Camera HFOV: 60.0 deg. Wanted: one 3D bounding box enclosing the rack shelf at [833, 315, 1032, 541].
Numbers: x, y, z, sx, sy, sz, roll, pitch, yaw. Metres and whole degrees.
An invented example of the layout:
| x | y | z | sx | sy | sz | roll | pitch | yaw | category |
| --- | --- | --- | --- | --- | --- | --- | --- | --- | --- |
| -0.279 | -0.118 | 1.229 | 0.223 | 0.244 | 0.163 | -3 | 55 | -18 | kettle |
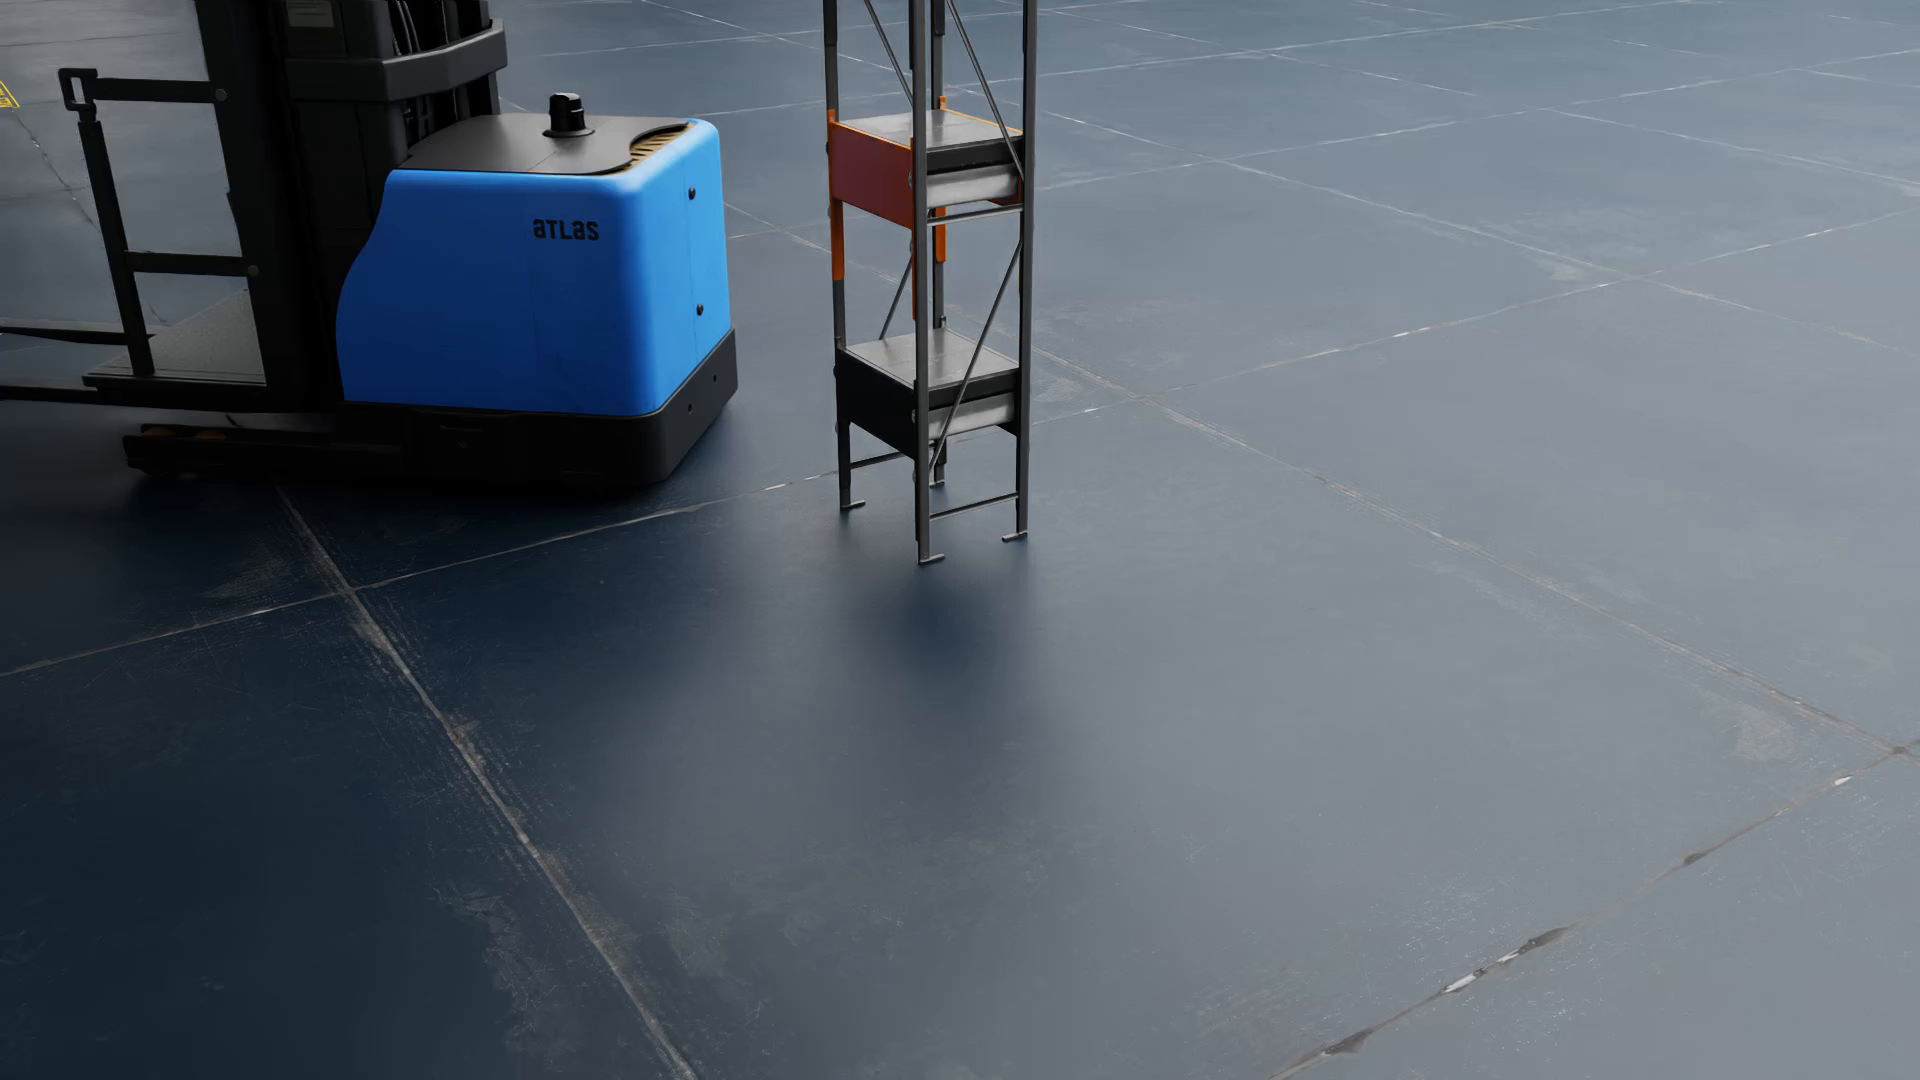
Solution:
| x | y | z | sx | sy | sz | roll | pitch | yaw | category |
| --- | --- | --- | --- | --- | --- | --- | --- | --- | --- |
| -0.090 | -0.363 | 5.232 | 0.431 | 0.518 | 0.480 | -16 | 29 | -30 | rack shelf |

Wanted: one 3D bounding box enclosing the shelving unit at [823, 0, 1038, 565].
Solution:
| x | y | z | sx | sy | sz | roll | pitch | yaw | category |
| --- | --- | --- | --- | --- | --- | --- | --- | --- | --- |
| -0.090 | -1.009 | 4.927 | 0.431 | 2.100 | 0.503 | -16 | 29 | -30 | shelving unit |

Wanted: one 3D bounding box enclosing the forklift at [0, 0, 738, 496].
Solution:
| x | y | z | sx | sy | sz | roll | pitch | yaw | category |
| --- | --- | --- | --- | --- | --- | --- | --- | --- | --- |
| -2.402 | -1.749 | 5.521 | 3.031 | 2.935 | 1.130 | 4 | 26 | 8 | forklift |

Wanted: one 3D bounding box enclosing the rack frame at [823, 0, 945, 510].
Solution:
| x | y | z | sx | sy | sz | roll | pitch | yaw | category |
| --- | --- | --- | --- | --- | --- | --- | --- | --- | --- |
| -0.224 | -1.096 | 5.112 | 0.400 | 2.100 | 0.015 | -16 | 29 | -30 | rack frame |

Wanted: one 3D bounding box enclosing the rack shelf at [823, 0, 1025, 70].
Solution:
| x | y | z | sx | sy | sz | roll | pitch | yaw | category |
| --- | --- | --- | --- | --- | --- | --- | --- | --- | --- |
| -0.090 | -1.629 | 4.634 | 0.431 | 0.518 | 0.480 | -16 | 29 | -30 | rack shelf |

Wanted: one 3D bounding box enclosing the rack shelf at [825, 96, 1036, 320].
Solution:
| x | y | z | sx | sy | sz | roll | pitch | yaw | category |
| --- | --- | --- | --- | --- | --- | --- | --- | --- | --- |
| -0.090 | -0.996 | 4.933 | 0.431 | 0.518 | 0.480 | -16 | 29 | -30 | rack shelf |

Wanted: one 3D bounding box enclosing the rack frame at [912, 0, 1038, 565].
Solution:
| x | y | z | sx | sy | sz | roll | pitch | yaw | category |
| --- | --- | --- | --- | --- | --- | --- | --- | --- | --- |
| 0.043 | -0.921 | 4.742 | 0.400 | 2.100 | 0.015 | -16 | 29 | -30 | rack frame |
